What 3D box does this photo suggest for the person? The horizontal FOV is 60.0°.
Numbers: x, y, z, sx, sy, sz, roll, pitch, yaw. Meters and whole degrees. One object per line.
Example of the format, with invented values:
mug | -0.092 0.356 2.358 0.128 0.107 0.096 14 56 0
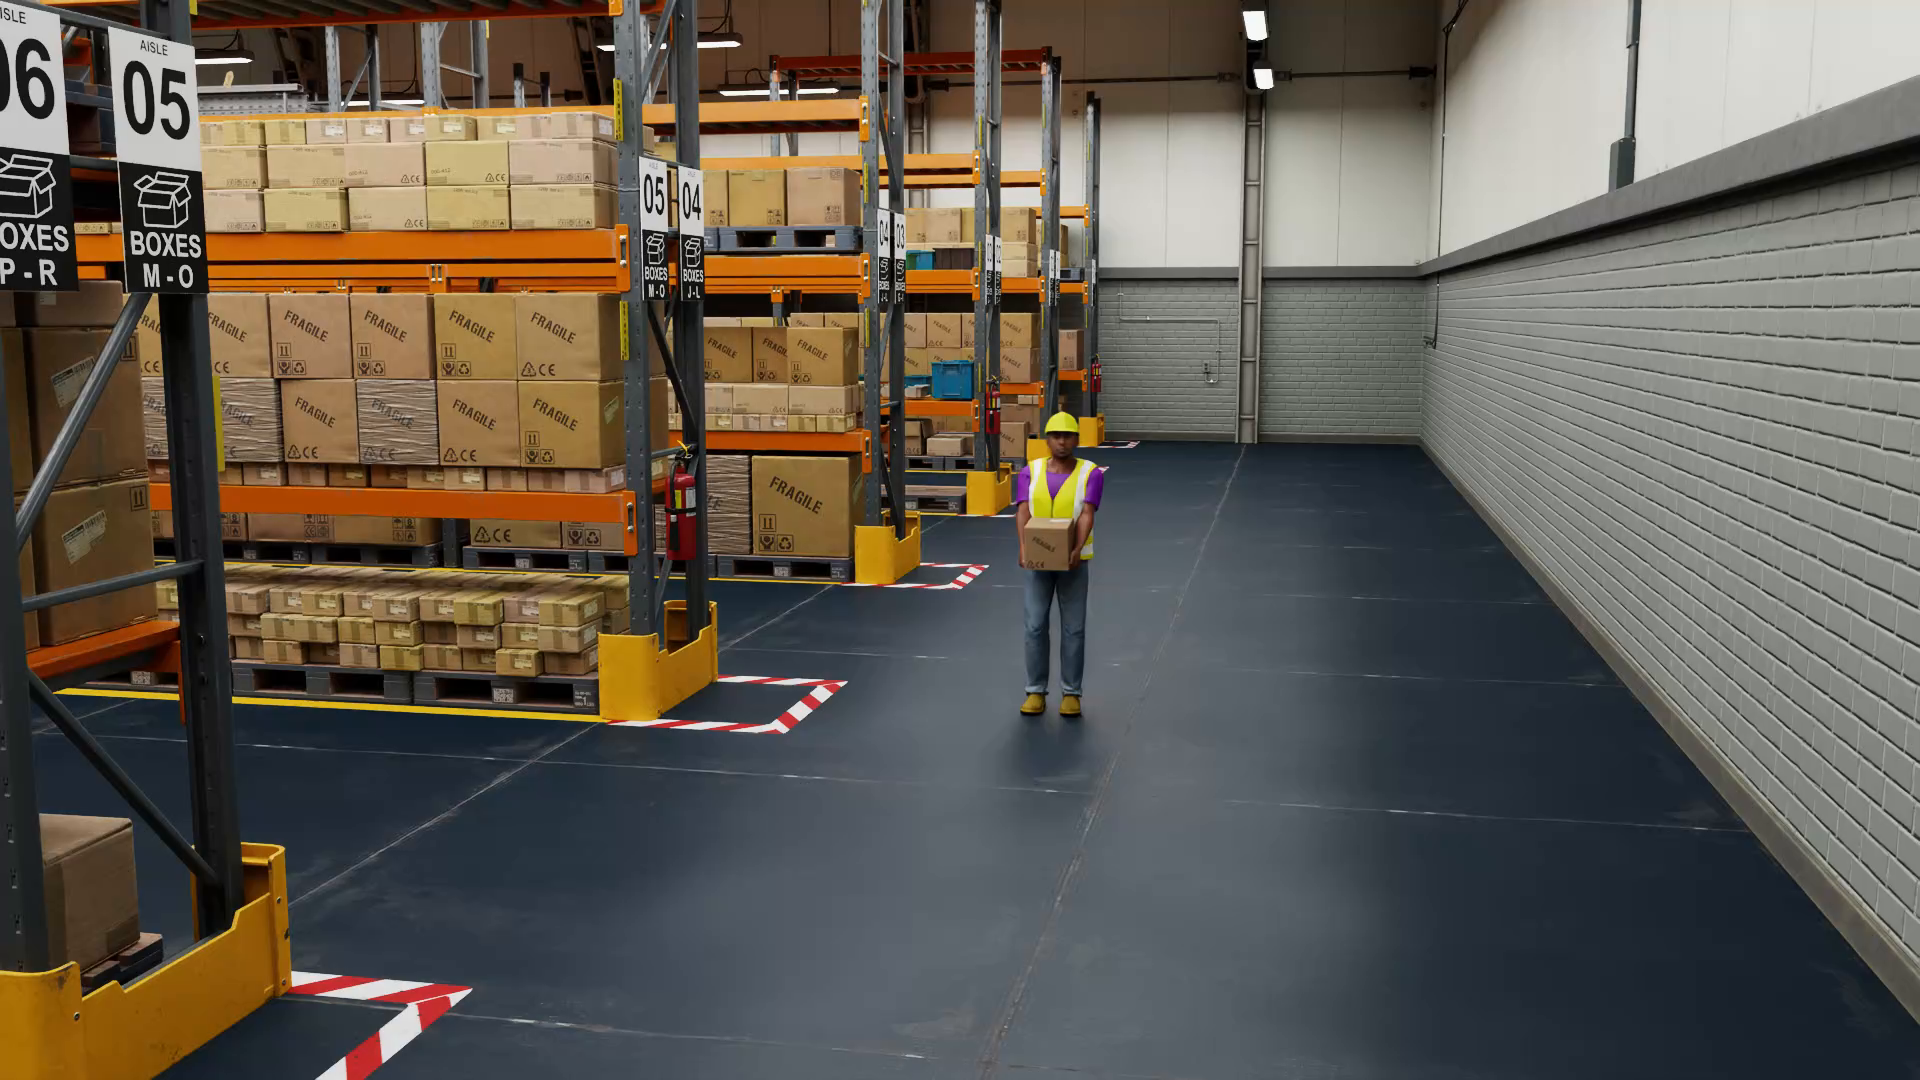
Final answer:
person | 0.564 0.142 9.713 0.504 1.762 0.566 2 8 12
